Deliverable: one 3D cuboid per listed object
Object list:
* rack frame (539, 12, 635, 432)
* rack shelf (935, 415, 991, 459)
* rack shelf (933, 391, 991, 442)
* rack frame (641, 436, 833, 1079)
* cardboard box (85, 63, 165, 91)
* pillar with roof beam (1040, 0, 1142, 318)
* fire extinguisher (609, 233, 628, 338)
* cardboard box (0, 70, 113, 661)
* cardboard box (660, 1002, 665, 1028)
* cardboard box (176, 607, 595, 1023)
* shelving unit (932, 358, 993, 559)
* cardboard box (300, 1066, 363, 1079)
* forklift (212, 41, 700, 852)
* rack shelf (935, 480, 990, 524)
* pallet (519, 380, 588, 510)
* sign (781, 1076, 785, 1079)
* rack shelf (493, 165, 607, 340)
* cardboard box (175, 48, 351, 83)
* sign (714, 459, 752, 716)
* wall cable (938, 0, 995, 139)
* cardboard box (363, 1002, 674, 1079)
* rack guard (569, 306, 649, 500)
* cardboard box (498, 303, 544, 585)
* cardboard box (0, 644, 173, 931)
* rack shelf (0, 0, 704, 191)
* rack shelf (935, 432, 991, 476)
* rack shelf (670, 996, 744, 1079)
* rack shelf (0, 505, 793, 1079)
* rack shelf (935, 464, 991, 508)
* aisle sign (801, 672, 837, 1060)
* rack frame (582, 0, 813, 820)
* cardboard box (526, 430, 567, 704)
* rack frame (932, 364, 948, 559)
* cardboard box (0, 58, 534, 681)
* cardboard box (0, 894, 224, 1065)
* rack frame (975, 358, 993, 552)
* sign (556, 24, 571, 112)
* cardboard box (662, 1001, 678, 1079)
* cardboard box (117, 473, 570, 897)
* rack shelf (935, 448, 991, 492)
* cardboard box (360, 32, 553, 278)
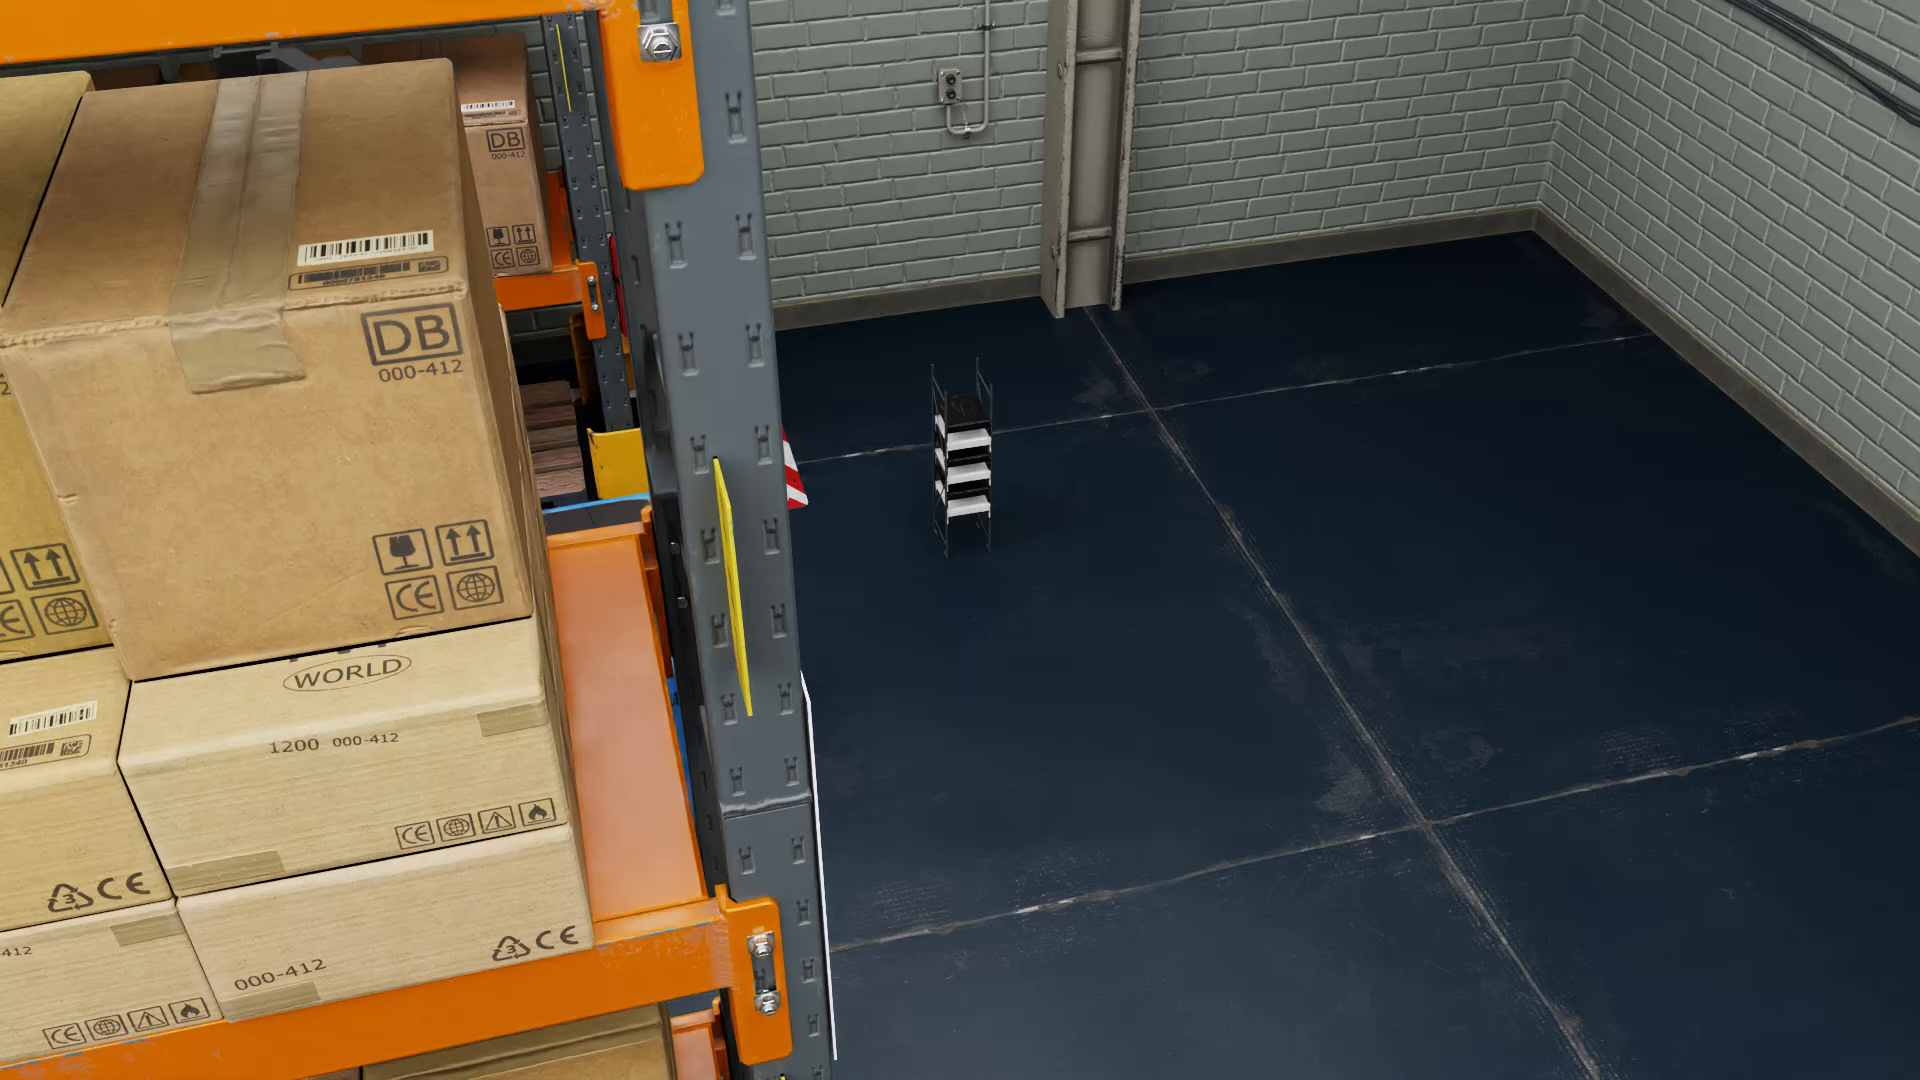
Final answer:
[{"bbox_3d":[-1.693,-1.629,7.410,0.127,3.000,1.000,-9,38,-12],"label":"rack frame"},{"bbox_3d":[0.008,-0.475,7.389,0.200,0.077,0.258,-9,38,-12],"label":"rack shelf"},{"bbox_3d":[0.008,-0.547,7.334,0.200,0.077,0.258,-9,38,-12],"label":"rack shelf"},{"bbox_3d":[-0.398,1.276,3.613,0.127,3.000,1.000,-9,38,-12],"label":"rack frame"},{"bbox_3d":[-3.621,-1.424,6.896,0.700,0.700,0.980,-11,39,-14],"label":"cardboard box"},{"bbox_3d":[1.810,-2.421,3.509,0.400,9.000,9.100,-9,38,-12],"label":"pillar with roof beam"},{"bbox_3d":[-1.427,-1.203,7.225,0.183,0.674,0.296,-9,38,-12],"label":"fire extinguisher"},{"bbox_3d":[-1.395,-0.231,2.210,0.500,0.500,0.700,-9,38,-12],"label":"cardboard box"},{"bbox_3d":[-0.895,0.755,3.389,0.500,0.500,0.500,-8,38,-11],"label":"cardboard box"},{"bbox_3d":[-0.825,0.381,2.438,0.500,0.250,0.500,-9,38,-12],"label":"cardboard box"},{"bbox_3d":[0.008,-0.359,7.478,0.210,0.900,0.258,-9,38,-12],"label":"shelving unit"},{"bbox_3d":[-1.244,1.152,2.870,0.500,0.500,0.500,-8,38,-11],"label":"cardboard box"},{"bbox_3d":[-2.347,0.030,5.298,3.031,2.935,1.130,-11,39,-13],"label":"forklift"},{"bbox_3d":[0.008,-0.189,7.608,0.200,0.077,0.258,-9,38,-12],"label":"rack shelf"},{"bbox_3d":[-2.445,-0.349,8.032,1.213,0.211,1.003,-9,38,-12],"label":"pallet"},{"bbox_3d":[-0.273,1.020,2.735,0.005,0.325,0.100,-9,38,-12],"label":"sign"},{"bbox_3d":[-3.624,-1.026,7.215,4.000,0.370,1.077,-9,38,-12],"label":"rack shelf"},{"bbox_3d":[-2.883,-1.539,7.047,0.700,0.700,0.980,-10,38,-12],"label":"cardboard box"},{"bbox_3d":[-0.273,0.062,2.003,0.005,0.325,0.100,-9,38,-12],"label":"sign"},{"bbox_3d":[-0.704,-2.790,8.092,1.851,1.984,0.084,-9,38,-12],"label":"wall cable"},{"bbox_3d":[-0.756,1.071,2.976,0.500,0.500,0.500,-10,38,-12],"label":"cardboard box"},{"bbox_3d":[-1.670,-0.640,8.175,0.348,0.500,1.175,-9,38,-12],"label":"rack guard"},{"bbox_3d":[-0.962,-0.125,2.688,0.500,0.250,0.500,-9,38,-12],"label":"cardboard box"},{"bbox_3d":[-1.310,0.256,2.189,0.500,0.250,0.500,-9,38,-12],"label":"cardboard box"},{"bbox_3d":[-2.329,-0.503,1.595,4.000,0.370,1.077,-9,38,-12],"label":"rack shelf"},{"bbox_3d":[0.008,-0.404,7.444,0.200,0.077,0.258,-9,38,-12],"label":"rack shelf"},{"bbox_3d":[-2.329,1.879,3.417,4.000,0.370,1.077,-9,38,-12],"label":"rack shelf"},{"bbox_3d":[-2.329,0.687,2.506,4.000,0.370,1.077,-9,38,-12],"label":"rack shelf"},{"bbox_3d":[0.008,-0.261,7.553,0.200,0.077,0.258,-9,38,-12],"label":"rack shelf"},{"bbox_3d":[-0.252,0.413,2.602,0.004,0.787,0.394,-9,38,-12],"label":"aisle sign"},{"bbox_3d":[-0.398,-1.106,1.790,0.127,3.000,1.000,-9,38,-12],"label":"rack frame"},{"bbox_3d":[-0.960,0.077,2.835,0.500,0.250,0.500,-9,38,-12],"label":"cardboard box"},{"bbox_3d":[-0.090,-0.343,7.457,0.006,0.900,0.240,-9,38,-12],"label":"rack frame"},{"bbox_3d":[-0.890,-0.261,2.248,0.500,0.500,0.700,-9,38,-12],"label":"cardboard box"},{"bbox_3d":[-1.311,0.453,2.343,0.500,0.250,0.500,-9,38,-12],"label":"cardboard box"},{"bbox_3d":[0.106,-0.375,7.499,0.006,0.900,0.240,-9,38,-12],"label":"rack frame"},{"bbox_3d":[-1.565,-1.862,6.568,0.005,0.325,0.100,-9,38,-12],"label":"sign"},{"bbox_3d":[-0.895,1.152,3.693,0.500,0.500,0.500,-9,38,-11],"label":"cardboard box"},{"bbox_3d":[-0.828,0.177,2.293,0.500,0.250,0.500,-9,38,-12],"label":"cardboard box"},{"bbox_3d":[0.008,-0.332,7.499,0.200,0.077,0.258,-9,38,-12],"label":"rack shelf"},{"bbox_3d":[-2.183,-1.661,7.206,0.700,0.700,0.980,-8,38,-10],"label":"cardboard box"}]
